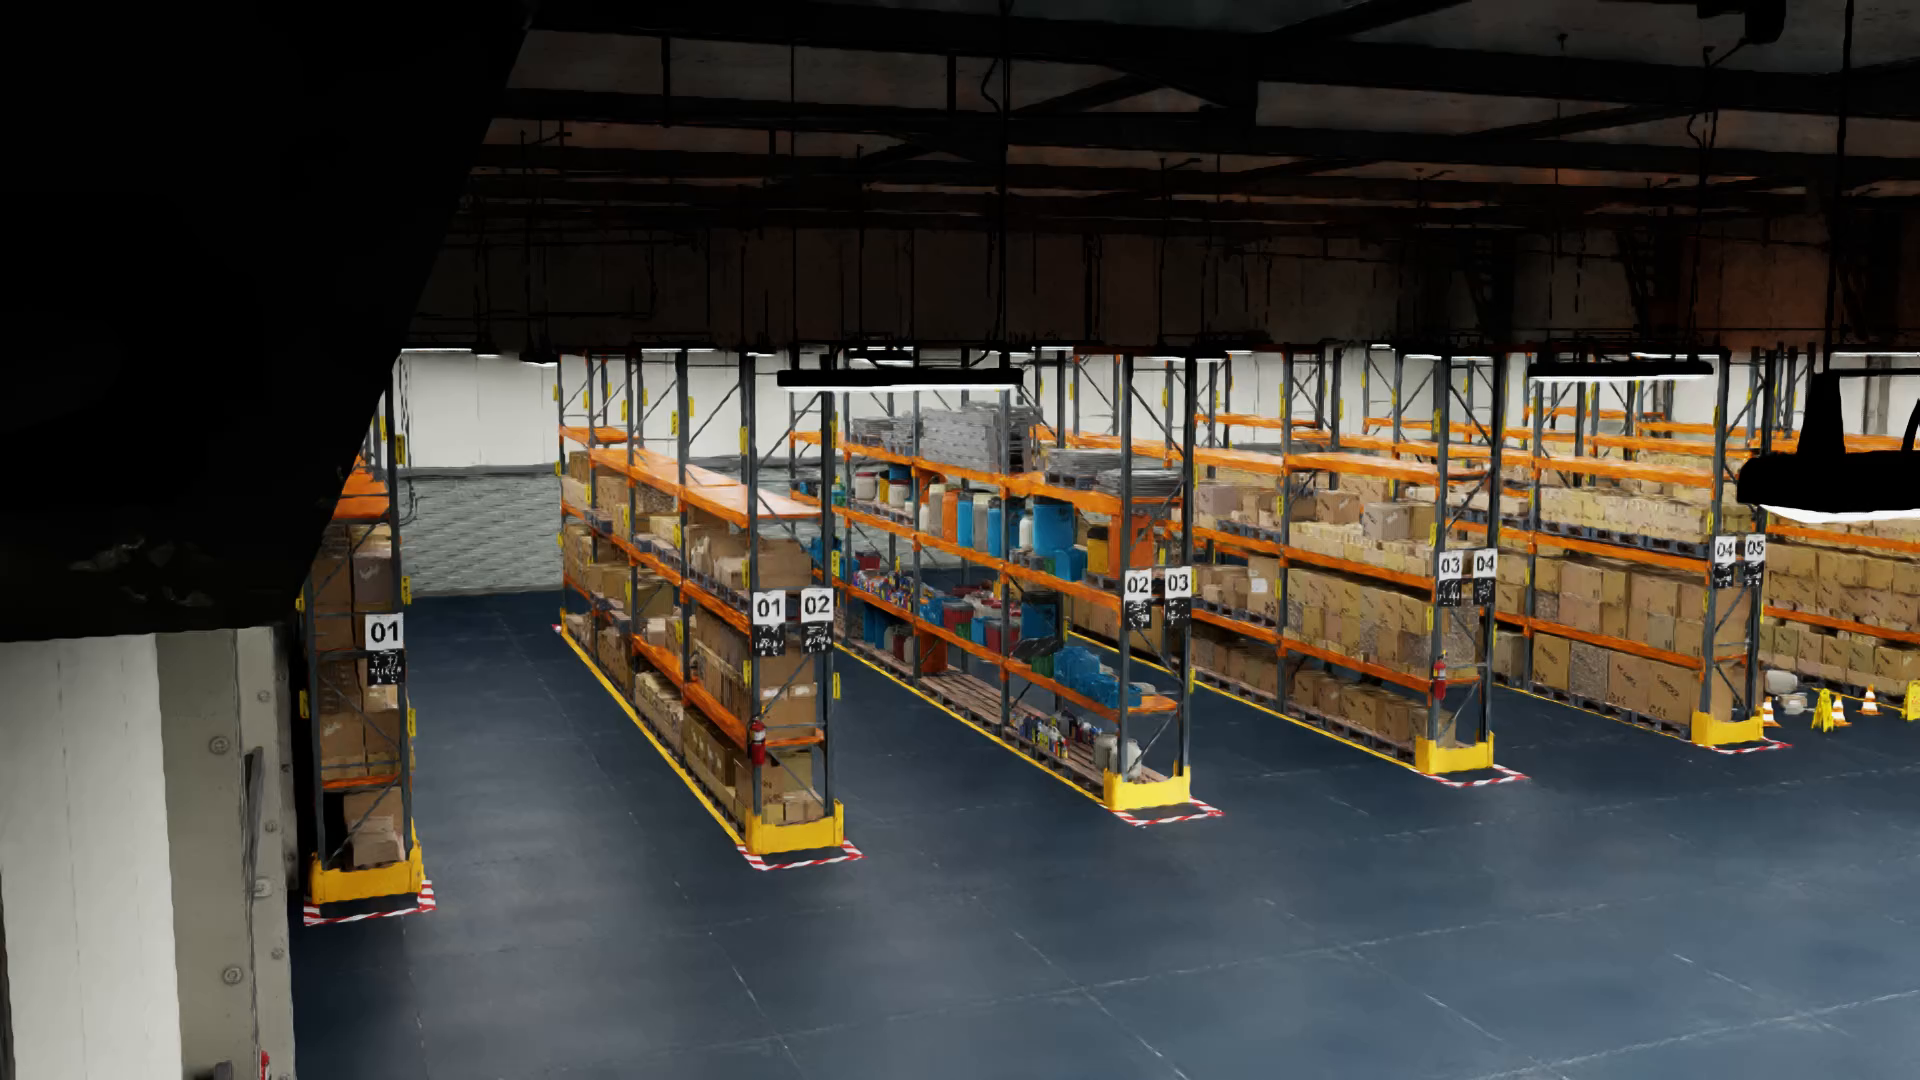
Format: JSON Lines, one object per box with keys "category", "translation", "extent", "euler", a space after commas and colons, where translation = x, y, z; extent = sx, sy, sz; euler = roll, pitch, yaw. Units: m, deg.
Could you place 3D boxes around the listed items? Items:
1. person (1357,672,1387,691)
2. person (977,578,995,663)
{"category": "person", "translation": [7.243, 1.811, 28.911], "extent": [0.729, 1.733, 0.544], "euler": [-3, 8, -22]}
{"category": "person", "translation": [0.495, 1.512, 31.608], "extent": [0.347, 1.600, 0.533], "euler": [-6, 10, -42]}
